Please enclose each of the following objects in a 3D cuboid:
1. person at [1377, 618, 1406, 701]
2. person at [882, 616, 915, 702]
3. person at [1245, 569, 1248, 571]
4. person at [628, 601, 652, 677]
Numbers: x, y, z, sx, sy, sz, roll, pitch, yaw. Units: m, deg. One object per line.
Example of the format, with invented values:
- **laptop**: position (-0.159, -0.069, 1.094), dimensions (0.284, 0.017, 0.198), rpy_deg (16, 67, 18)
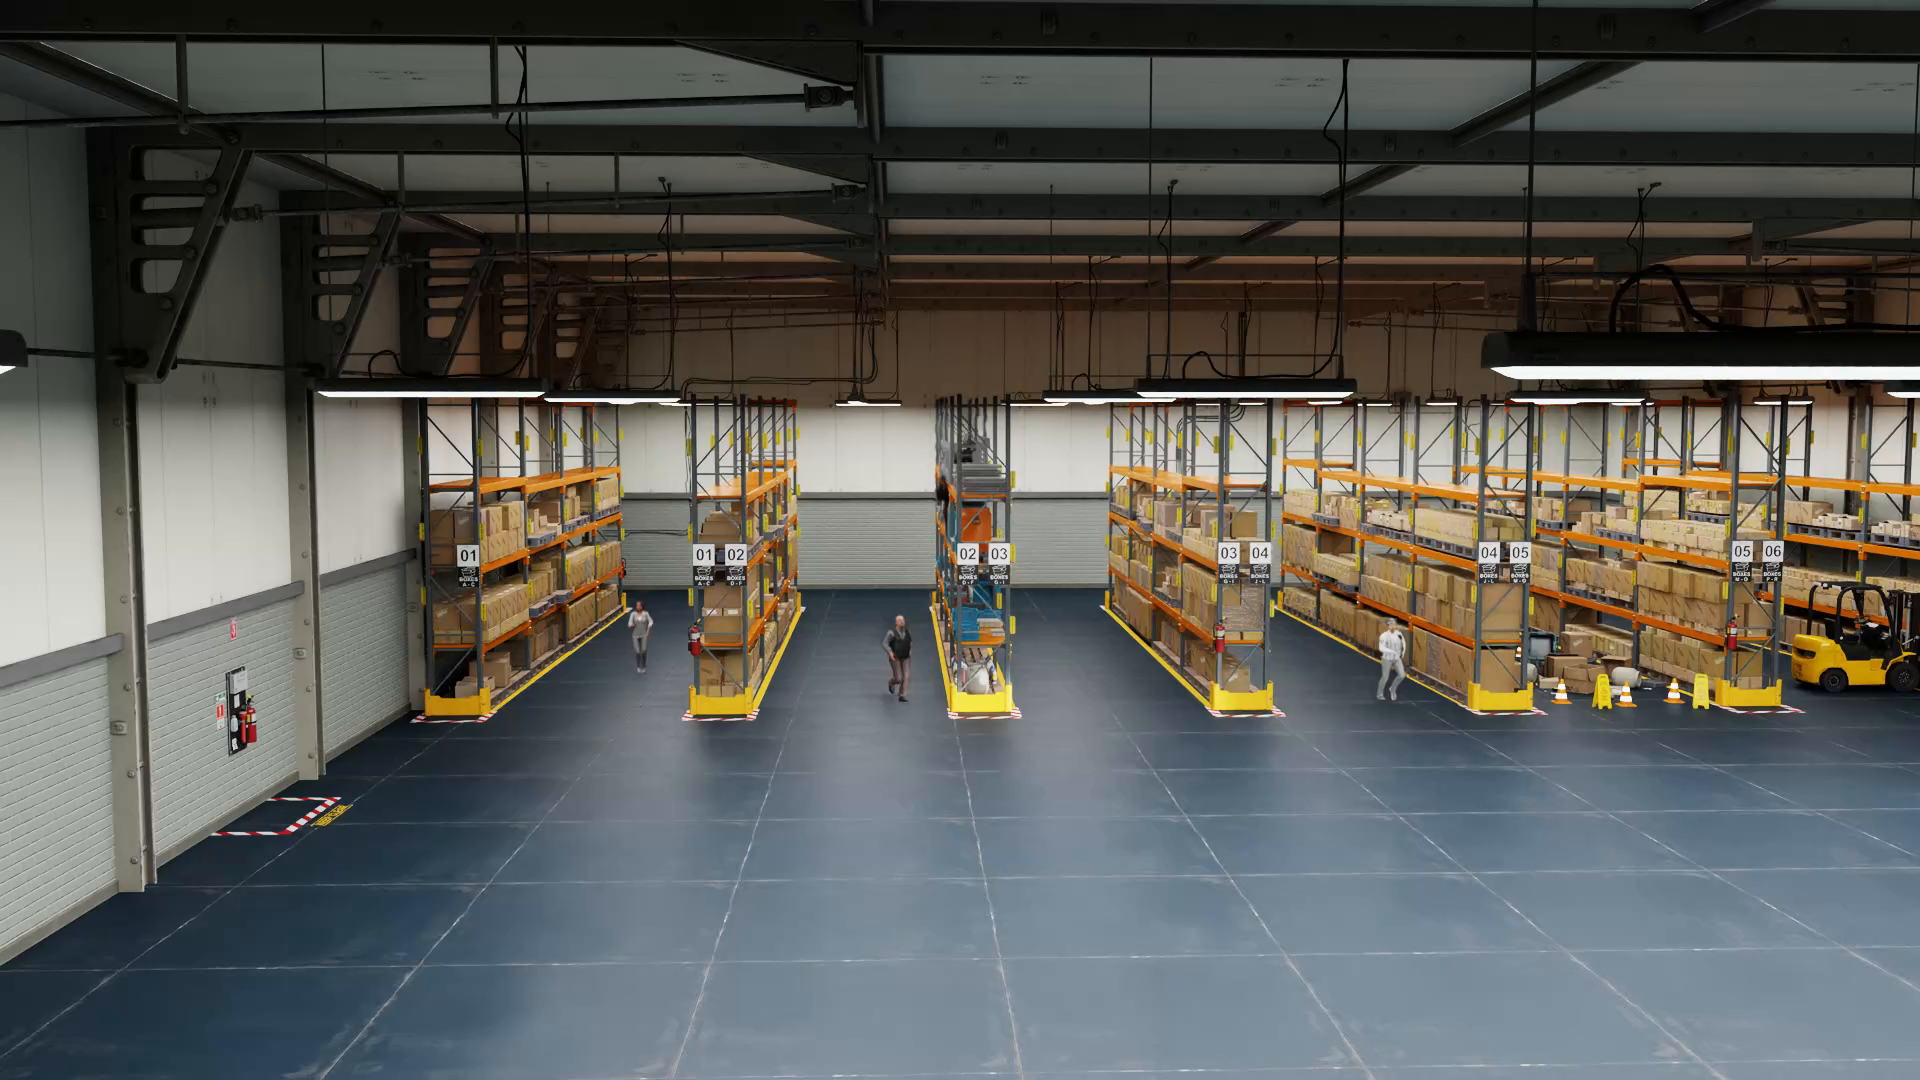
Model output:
- **person**: position (8.443, 2.324, 32.432), dimensions (0.627, 1.655, 0.792), rpy_deg (-1, 5, -8)
- **person**: position (-1.183, 2.320, 32.574), dimensions (0.674, 1.681, 0.685), rpy_deg (-2, 5, -25)
- **person**: position (7.864, 1.077, 47.904), dimensions (0.817, 1.731, 0.778), rpy_deg (-4, 6, -40)
- **person**: position (-6.870, 2.117, 35.711), dimensions (0.514, 1.631, 0.653), rpy_deg (-1, 5, -8)
